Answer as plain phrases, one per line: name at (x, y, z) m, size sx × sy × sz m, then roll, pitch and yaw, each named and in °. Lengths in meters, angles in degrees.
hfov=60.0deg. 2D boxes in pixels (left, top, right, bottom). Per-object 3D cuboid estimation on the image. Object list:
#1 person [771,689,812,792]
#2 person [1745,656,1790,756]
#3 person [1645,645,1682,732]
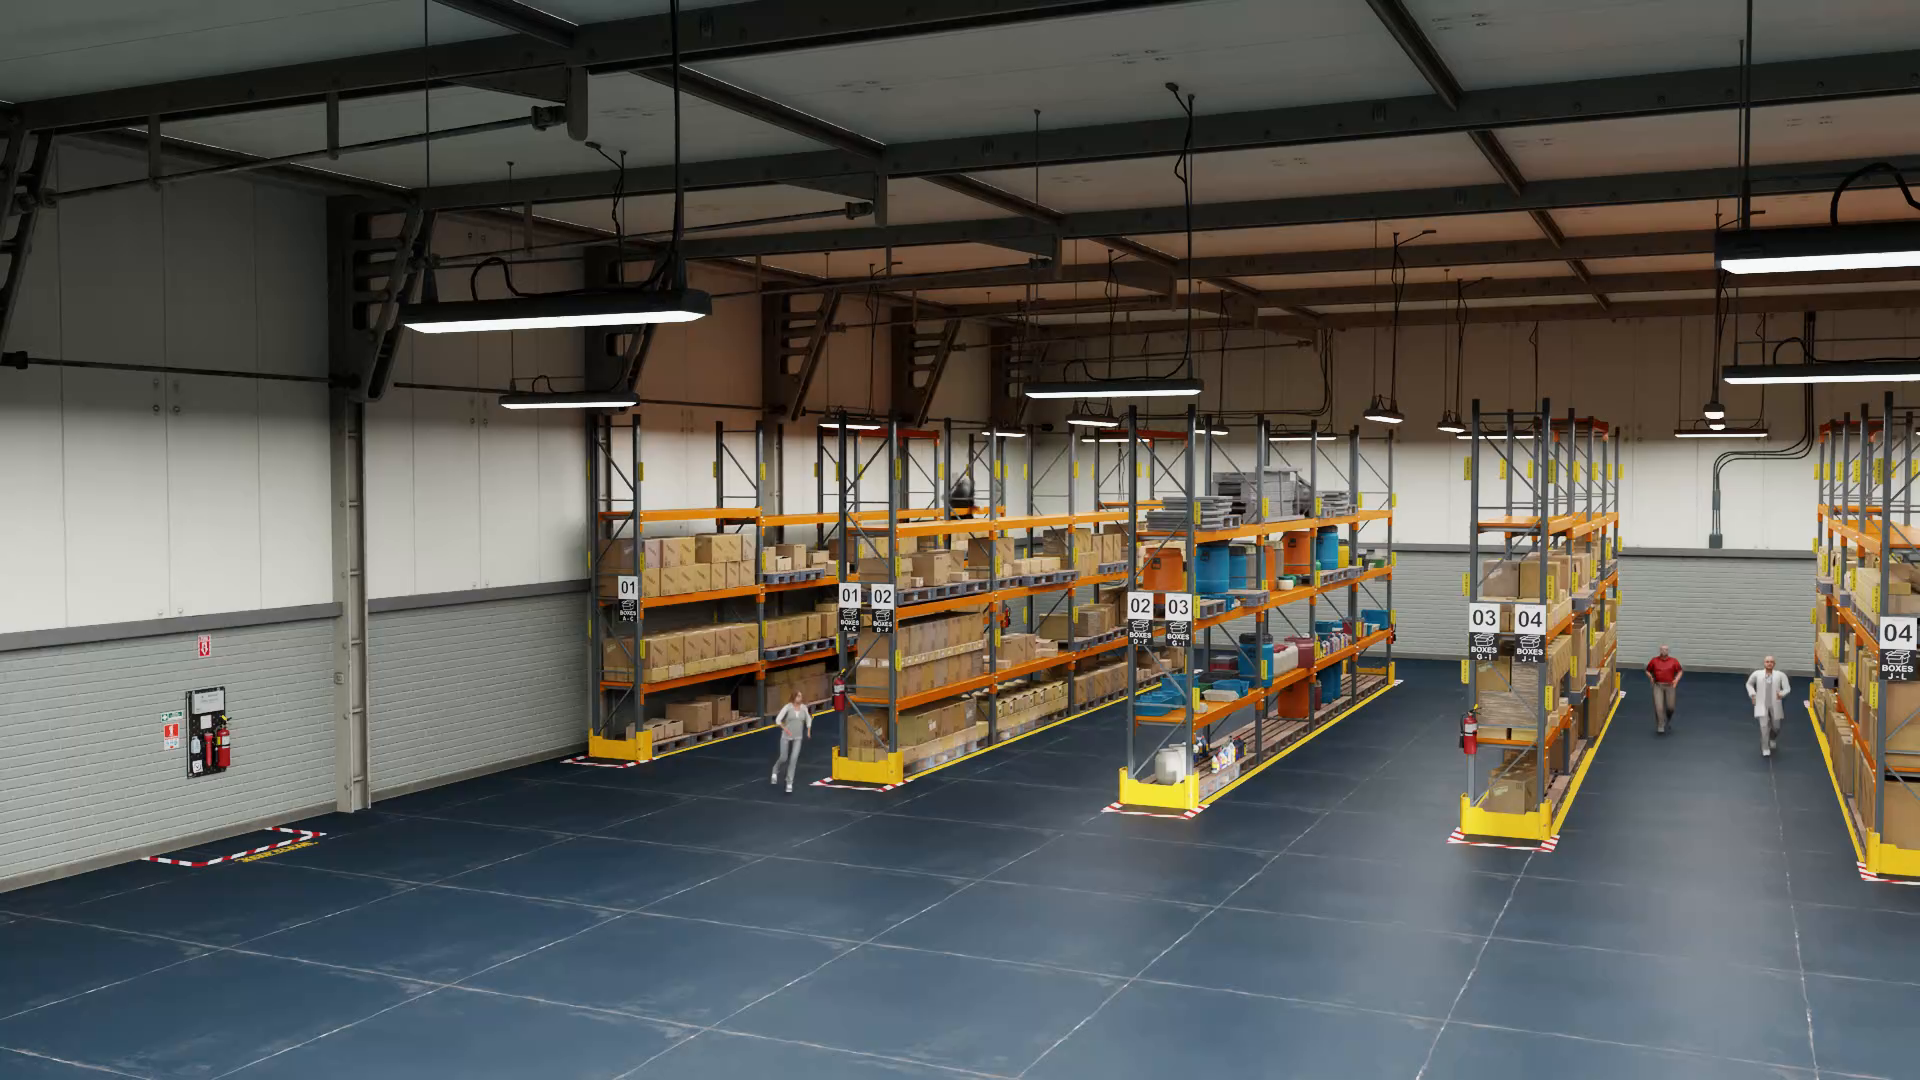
person at (-2.610, 3.129, 26.173) m, size 0.608 × 1.564 × 0.798 m, roll -1°, pitch 3°, yaw -21°
person at (14.287, 2.922, 29.416) m, size 0.715 × 1.735 × 0.826 m, roll 1°, pitch 3°, yaw 24°
person at (13.509, 2.850, 31.929) m, size 0.659 × 1.668 × 0.622 m, roll 1°, pitch 3°, yaw 23°
